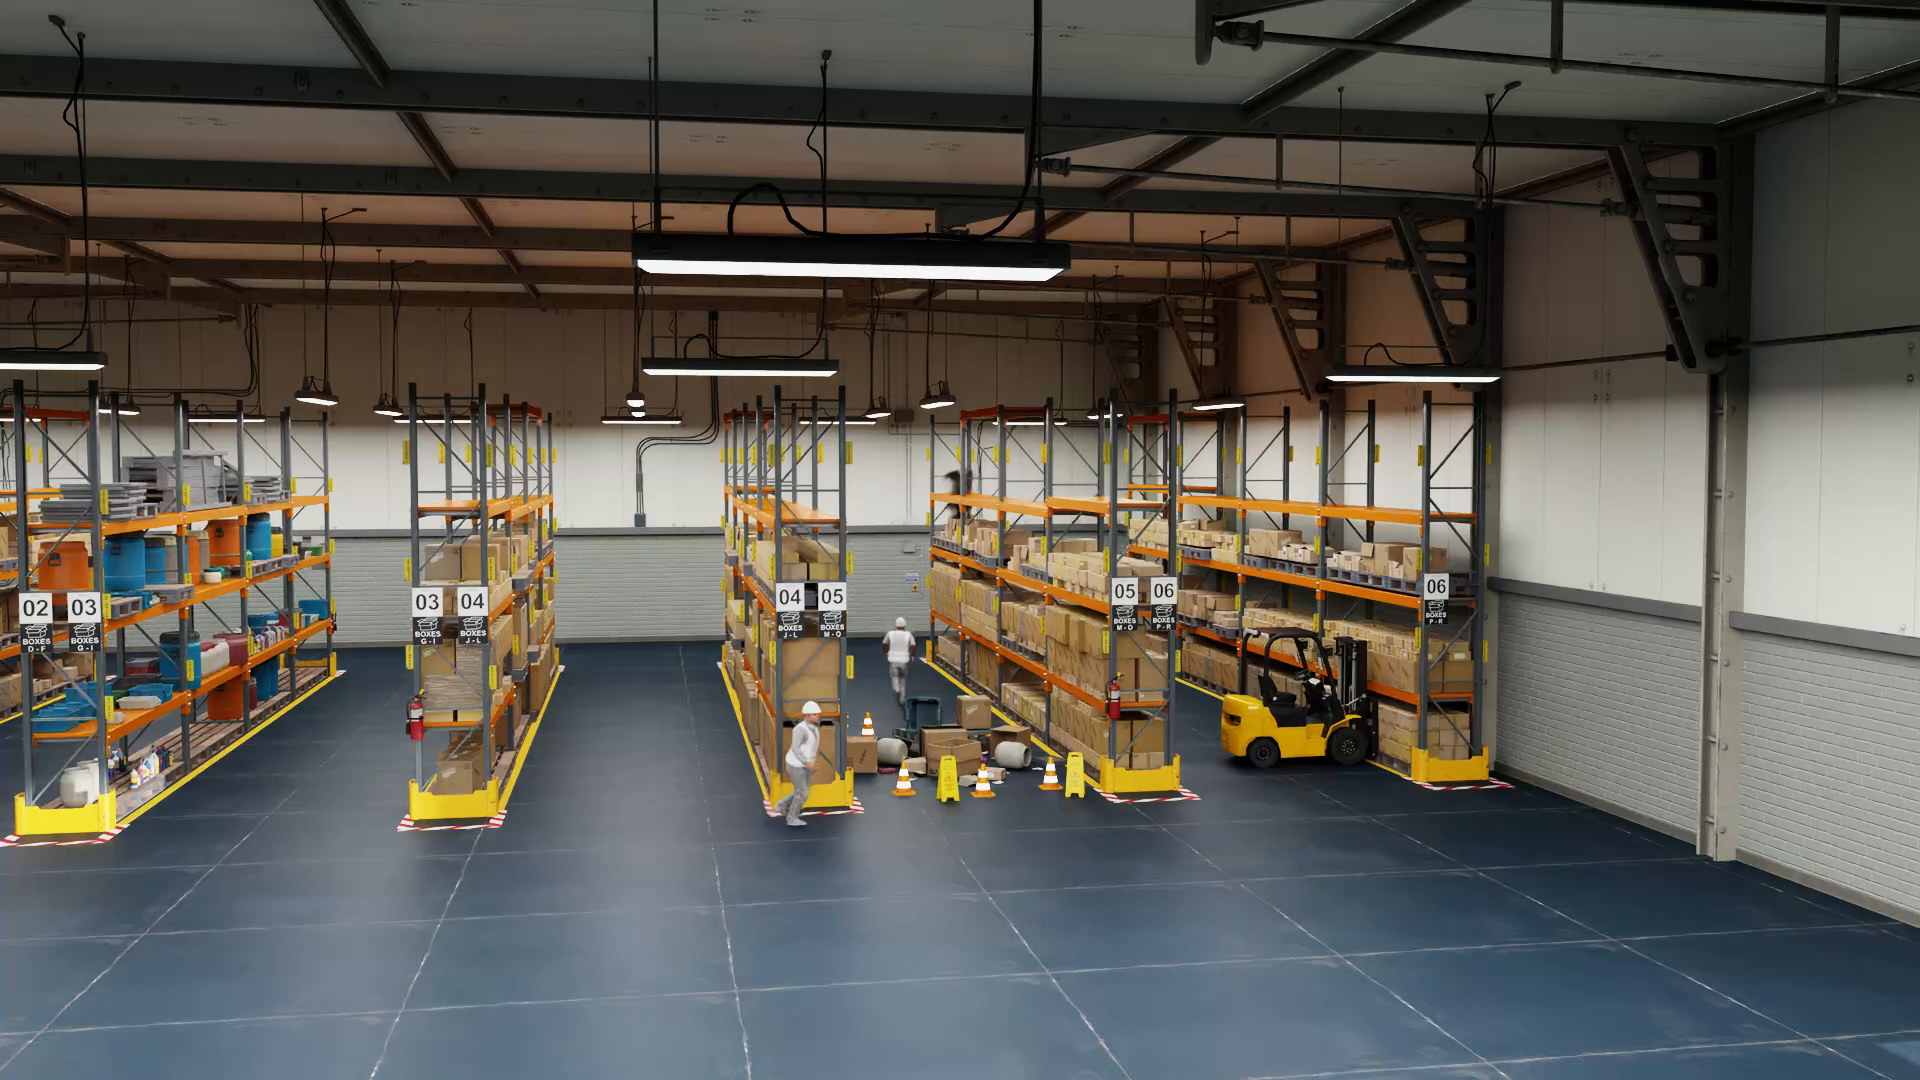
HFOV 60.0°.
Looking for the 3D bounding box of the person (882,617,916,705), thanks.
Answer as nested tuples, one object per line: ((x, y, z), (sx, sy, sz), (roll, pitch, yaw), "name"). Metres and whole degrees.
((-1.225, 2.449, 33.177), (0.684, 1.787, 0.769), (0, 3, 0), "person")

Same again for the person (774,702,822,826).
((-2.190, 3.014, 22.435), (0.771, 1.705, 0.630), (1, 3, 16), "person")

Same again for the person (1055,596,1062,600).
((2.191, 2.020, 37.109), (0.670, 1.753, 0.876), (-1, 3, -14), "person")
